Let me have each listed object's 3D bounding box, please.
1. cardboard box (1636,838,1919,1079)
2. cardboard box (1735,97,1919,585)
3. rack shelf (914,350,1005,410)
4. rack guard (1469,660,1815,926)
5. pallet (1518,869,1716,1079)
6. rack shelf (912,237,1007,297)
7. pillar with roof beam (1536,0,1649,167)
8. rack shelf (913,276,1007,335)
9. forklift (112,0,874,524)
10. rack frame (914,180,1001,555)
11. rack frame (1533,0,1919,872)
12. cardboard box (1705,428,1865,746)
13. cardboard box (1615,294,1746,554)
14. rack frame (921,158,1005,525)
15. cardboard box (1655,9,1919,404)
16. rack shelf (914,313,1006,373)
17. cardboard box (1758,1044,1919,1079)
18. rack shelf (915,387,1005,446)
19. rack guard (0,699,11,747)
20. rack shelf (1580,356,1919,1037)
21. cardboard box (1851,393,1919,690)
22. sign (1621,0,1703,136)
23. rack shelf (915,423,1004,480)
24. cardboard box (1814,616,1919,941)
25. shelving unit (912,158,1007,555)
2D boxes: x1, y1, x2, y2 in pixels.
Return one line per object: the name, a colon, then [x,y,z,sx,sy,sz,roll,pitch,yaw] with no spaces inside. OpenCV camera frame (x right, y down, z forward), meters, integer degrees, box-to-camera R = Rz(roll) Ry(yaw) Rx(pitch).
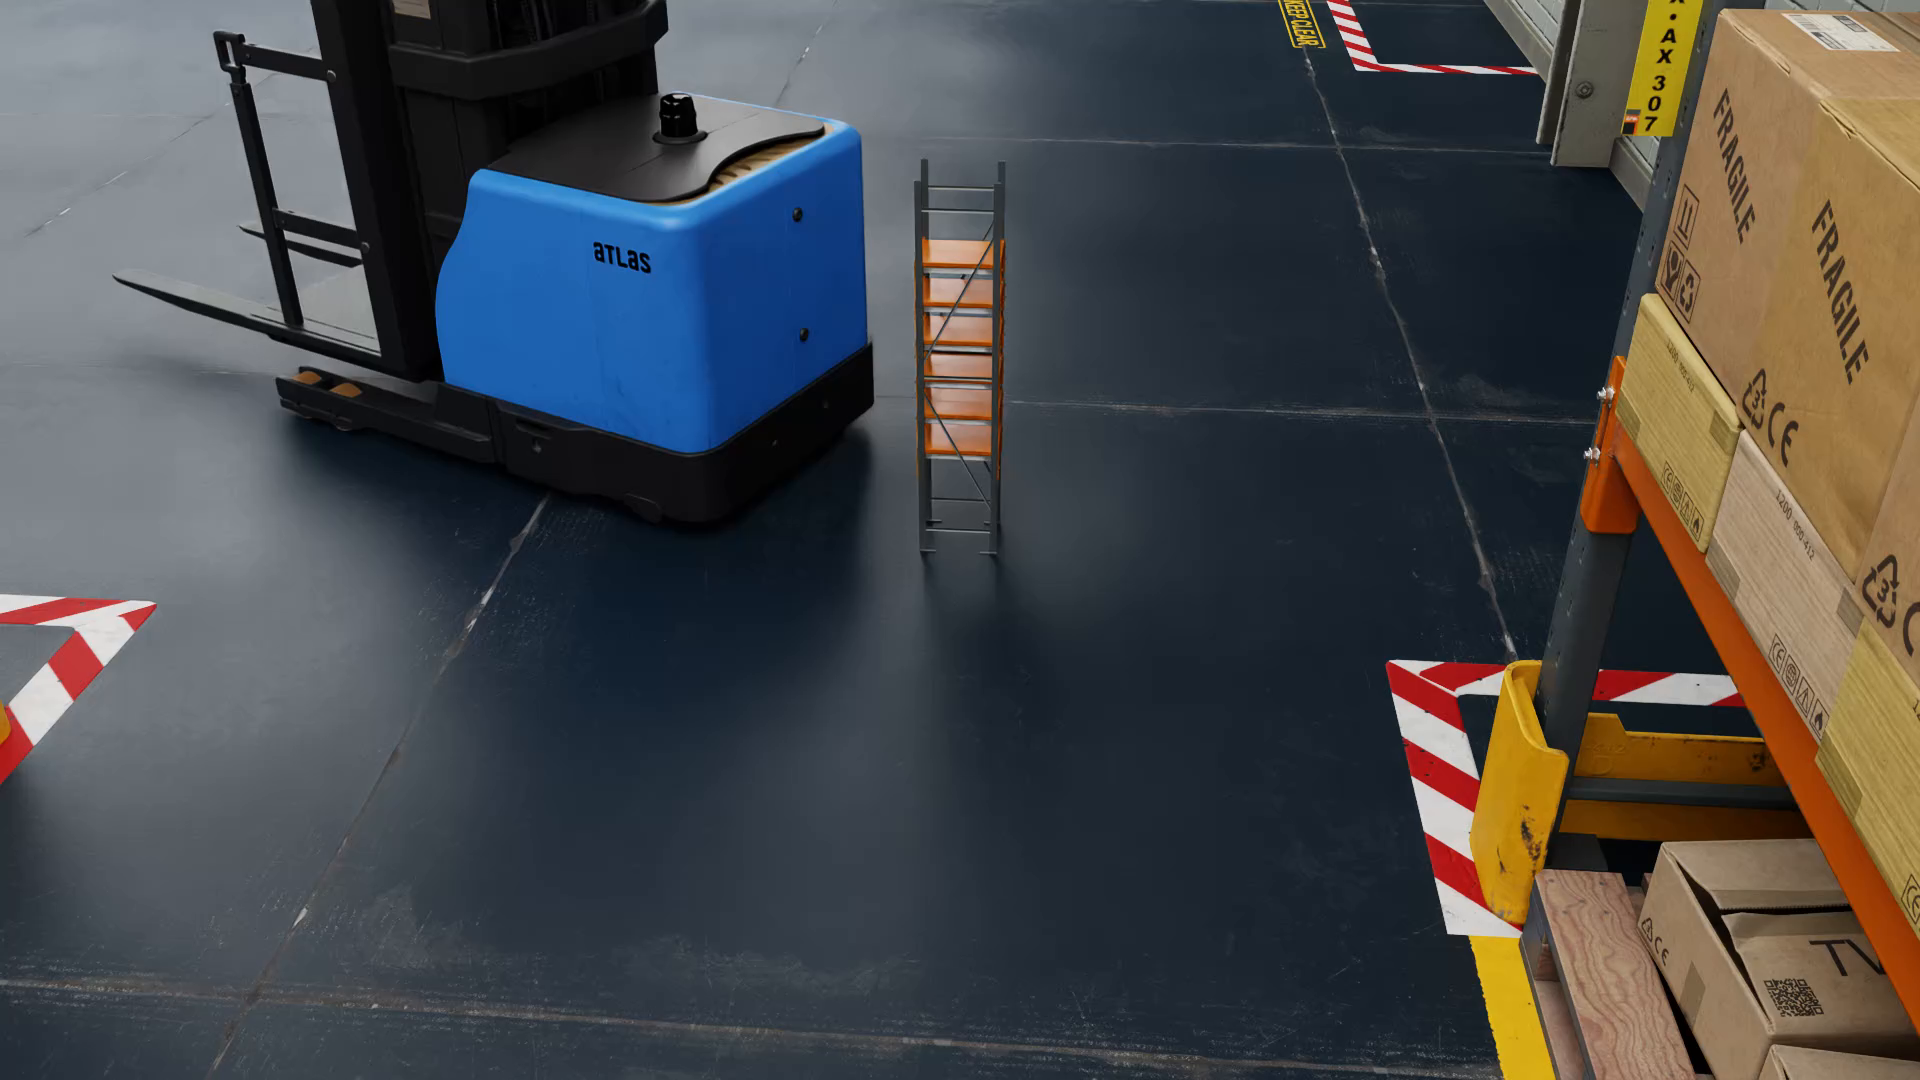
cardboard box: [1.678,0.814,3.213,0.500,0.311,0.500,-1,32,-2]
cardboard box: [1.435,-0.270,2.238,0.500,0.500,0.500,3,32,4]
rack shelf: [0.001,-0.481,4.971,0.258,0.103,0.180,2,32,4]
rack guard: [1.817,0.603,3.795,1.175,0.500,0.348,2,32,4]
pallet: [1.716,1.149,3.184,1.003,0.211,1.213,2,32,4]
rack shelf: [0.001,-0.787,4.782,0.258,0.103,0.180,2,32,4]
pillar with roof beam: [-1.173,-5.973,6.365,9.100,9.000,0.400,2,32,4]
rack shelf: [0.001,-0.685,4.845,0.258,0.103,0.180,2,32,4]
forklift: [-1.841,-1.853,5.463,3.031,2.935,1.130,17,35,25]
rack frame: [-0.006,-0.471,4.870,0.240,1.200,0.006,2,32,4]
rack frame: [1.824,-0.501,3.204,1.000,3.000,0.127,2,32,4]
cardboard box: [1.439,0.068,2.404,0.500,0.250,0.500,2,32,2]
cardboard box: [1.467,-0.204,2.846,0.500,0.250,0.500,2,32,3]
rack frame: [0.009,-0.566,5.025,0.240,1.200,0.006,2,32,4]
cardboard box: [1.485,-0.528,2.657,0.500,0.500,0.500,2,32,4]
rack shelf: [0.001,-0.583,4.908,0.258,0.103,0.180,2,32,4]
cardboard box: [1.631,1.113,2.729,0.500,0.311,0.500,5,32,8]
rack shelf: [0.001,-0.378,5.034,0.258,0.103,0.180,2,32,4]
rack guard: [-3.112,0.341,4.220,1.175,0.500,0.348,2,32,4]
rack shelf: [1.661,0.851,1.695,1.077,0.370,4.000,2,32,4]
cardboard box: [1.387,0.000,1.800,0.500,0.500,0.500,1,32,2]
sign: [1.283,-0.892,3.014,0.100,0.325,0.005,2,32,4]
rack shelf: [0.001,-0.276,5.097,0.258,0.103,0.180,2,32,4]
cardboard box: [1.392,0.334,1.972,0.500,0.250,0.500,2,32,3]
shelving unit: [0.001,-0.518,4.947,0.258,1.200,0.189,2,32,4]
